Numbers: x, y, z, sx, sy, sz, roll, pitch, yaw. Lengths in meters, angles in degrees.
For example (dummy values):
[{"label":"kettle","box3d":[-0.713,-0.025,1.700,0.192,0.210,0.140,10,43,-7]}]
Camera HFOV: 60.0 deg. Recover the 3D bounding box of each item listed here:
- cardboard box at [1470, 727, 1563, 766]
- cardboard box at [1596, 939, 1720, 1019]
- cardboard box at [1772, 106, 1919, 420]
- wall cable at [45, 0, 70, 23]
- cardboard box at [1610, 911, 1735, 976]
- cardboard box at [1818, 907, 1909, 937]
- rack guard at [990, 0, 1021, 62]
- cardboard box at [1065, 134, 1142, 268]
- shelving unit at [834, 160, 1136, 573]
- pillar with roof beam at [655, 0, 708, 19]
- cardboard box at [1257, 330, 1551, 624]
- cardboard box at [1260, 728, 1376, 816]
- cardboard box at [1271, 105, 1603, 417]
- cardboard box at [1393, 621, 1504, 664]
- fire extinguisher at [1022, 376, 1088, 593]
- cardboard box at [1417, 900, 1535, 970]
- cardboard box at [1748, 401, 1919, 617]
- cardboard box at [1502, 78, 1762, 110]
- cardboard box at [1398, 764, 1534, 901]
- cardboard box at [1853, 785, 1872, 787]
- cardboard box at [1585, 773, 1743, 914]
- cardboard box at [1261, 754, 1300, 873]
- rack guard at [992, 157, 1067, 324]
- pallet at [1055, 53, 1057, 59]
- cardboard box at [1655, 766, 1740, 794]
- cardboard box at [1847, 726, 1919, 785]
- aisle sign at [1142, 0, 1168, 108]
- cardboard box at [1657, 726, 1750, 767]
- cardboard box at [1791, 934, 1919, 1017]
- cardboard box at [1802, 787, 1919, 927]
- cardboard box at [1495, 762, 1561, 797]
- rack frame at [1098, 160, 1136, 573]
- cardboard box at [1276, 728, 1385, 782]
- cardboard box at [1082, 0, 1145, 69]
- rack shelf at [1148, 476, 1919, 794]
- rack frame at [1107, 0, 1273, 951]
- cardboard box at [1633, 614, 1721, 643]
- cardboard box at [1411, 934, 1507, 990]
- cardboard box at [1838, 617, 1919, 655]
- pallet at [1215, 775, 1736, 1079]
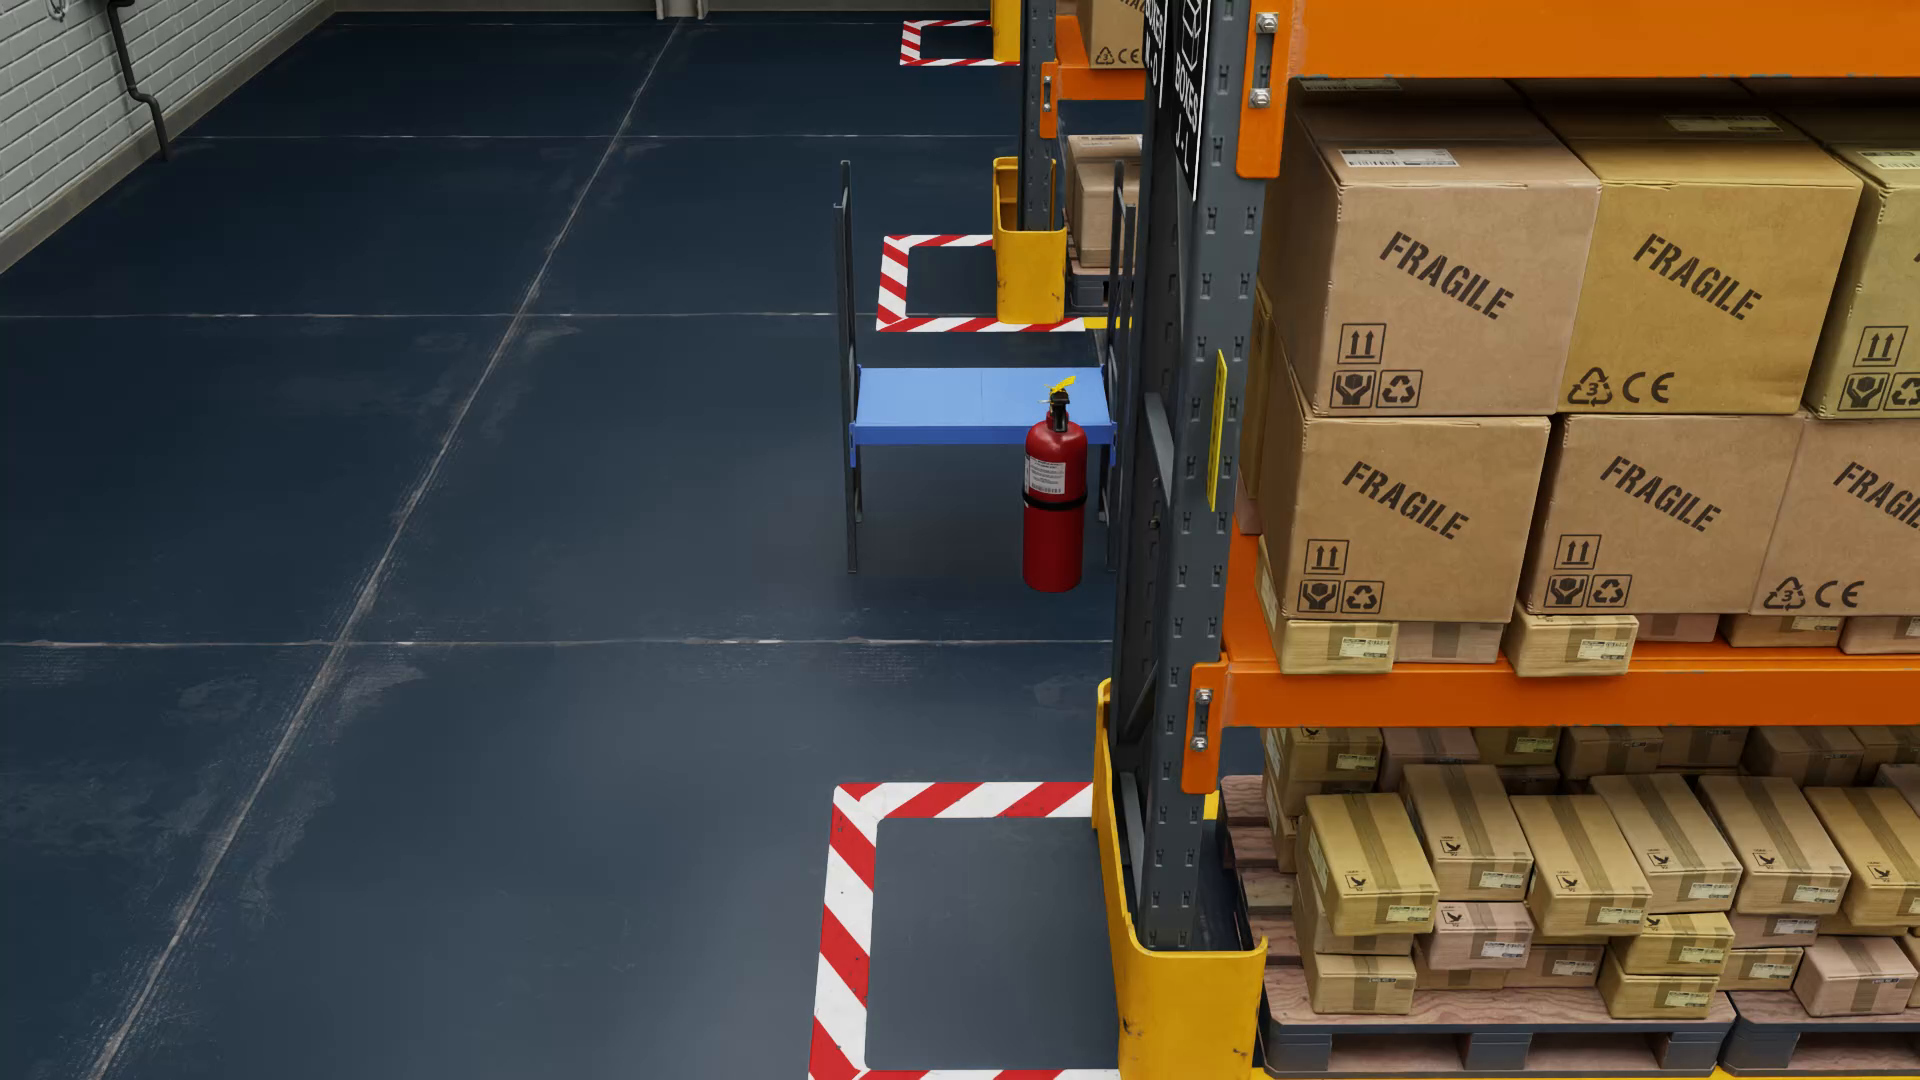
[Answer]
[{"label":"cardboard box","box3d":[1.556,0.482,4.834,0.250,0.149,0.380,-1,31,-1]},{"label":"cardboard box","box3d":[1.810,1.080,4.422,0.250,0.149,0.380,0,31,0]},{"label":"cardboard box","box3d":[1.993,-0.589,3.481,0.500,0.500,0.500,-1,31,-1]},{"label":"wall cable","box3d":[-5.272,-3.840,9.208,0.122,1.984,0.588,0,31,0]},{"label":"cardboard box","box3d":[1.819,0.948,4.352,0.250,0.149,0.380,1,31,1]},{"label":"cardboard box","box3d":[2.355,0.876,4.471,0.250,0.149,0.380,1,31,2]},{"label":"rack guard","box3d":[0.429,-4.206,13.200,0.348,0.500,1.175,0,31,0]},{"label":"cardboard box","box3d":[1.047,-1.838,8.953,0.875,0.438,0.875,-1,31,-2]},{"label":"shelving unit","box3d":[0.085,-0.641,6.361,1.048,1.500,0.538,0,31,0]},{"label":"pillar with roof beam","box3d":[-2.322,-6.065,8.072,0.400,9.000,9.100,0,31,0]},{"label":"cardboard box","box3d":[0.969,-0.161,3.740,0.500,0.500,0.500,1,31,2]},{"label":"cardboard box","box3d":[1.044,0.630,4.877,0.250,0.149,0.380,-1,31,-2]},{"label":"cardboard box","box3d":[0.969,-0.594,3.490,0.500,0.500,0.500,0,31,-1]},{"label":"cardboard box","box3d":[1.098,0.122,3.900,0.250,0.149,0.380,1,31,1]},{"label":"fire extinguisher","box3d":[0.263,-0.179,4.587,0.183,0.674,0.296,0,31,0]},{"label":"cardboard box","box3d":[1.318,0.940,4.366,0.250,0.149,0.380,0,31,-1]},{"label":"cardboard box","box3d":[1.994,-0.170,3.756,0.500,0.500,0.500,0,31,0]},{"label":"cardboard box","box3d":[1.481,-0.862,3.932,0.500,0.500,0.500,-1,31,-2]},{"label":"cardboard box","box3d":[1.319,0.764,4.369,0.250,0.149,0.380,0,31,1]},{"label":"cardboard box","box3d":[2.613,0.613,4.905,0.250,0.149,0.380,0,31,0]},{"label":"cardboard box","box3d":[1.819,0.786,4.333,0.250,0.149,0.380,-2,31,-3]},{"label":"cardboard box","box3d":[1.043,0.797,4.888,0.250,0.149,0.380,0,31,1]},{"label":"rack guard","box3d":[0.363,-1.631,8.956,0.348,0.500,1.175,0,31,0]},{"label":"pallet","box3d":[1.227,-4.085,13.280,1.213,0.211,1.003,0,31,0]},{"label":"cardboard box","box3d":[2.081,0.619,4.895,0.250,0.149,0.380,0,31,0]},{"label":"cardboard box","box3d":[2.609,0.525,4.763,0.250,0.149,0.380,0,31,0]},{"label":"aisle sign","box3d":[0.443,-1.399,3.659,0.004,0.787,0.394,0,31,0]},{"label":"cardboard box","box3d":[2.083,0.484,4.831,0.250,0.149,0.380,1,31,2]},{"label":"cardboard box","box3d":[2.314,1.074,4.432,0.250,0.149,0.380,-2,31,-3]},{"label":"cardboard box","box3d":[2.360,0.813,4.289,0.250,0.149,0.380,0,31,0]},{"label":"cardboard box","box3d":[1.564,0.627,4.881,0.250,0.149,0.380,-1,31,-2]},{"label":"rack frame","box3d":[0.594,-0.643,6.364,0.032,1.500,0.500,0,31,0]},{"label":"cardboard box","box3d":[1.046,0.519,4.772,0.250,0.149,0.380,0,31,0]},{"label":"cardboard box","box3d":[0.869,-2.595,8.039,0.500,0.500,0.500,0,31,-1]},{"label":"rack shelf","box3d":[2.518,0.169,4.274,4.000,0.370,1.077,0,31,0]},{"label":"rack frame","box3d":[0.518,-0.133,4.077,0.127,3.000,1.000,0,31,0]},{"label":"cardboard box","box3d":[1.626,0.077,3.974,0.250,0.149,0.380,1,31,2]},{"label":"cardboard box","box3d":[1.305,1.028,4.508,0.250,0.149,0.380,0,31,0]},{"label":"cardboard box","box3d":[2.144,0.102,3.932,0.250,0.149,0.380,-1,31,-1]},{"label":"pallet","box3d":[1.407,1.075,4.774,1.213,0.211,1.003,0,31,0]}]
